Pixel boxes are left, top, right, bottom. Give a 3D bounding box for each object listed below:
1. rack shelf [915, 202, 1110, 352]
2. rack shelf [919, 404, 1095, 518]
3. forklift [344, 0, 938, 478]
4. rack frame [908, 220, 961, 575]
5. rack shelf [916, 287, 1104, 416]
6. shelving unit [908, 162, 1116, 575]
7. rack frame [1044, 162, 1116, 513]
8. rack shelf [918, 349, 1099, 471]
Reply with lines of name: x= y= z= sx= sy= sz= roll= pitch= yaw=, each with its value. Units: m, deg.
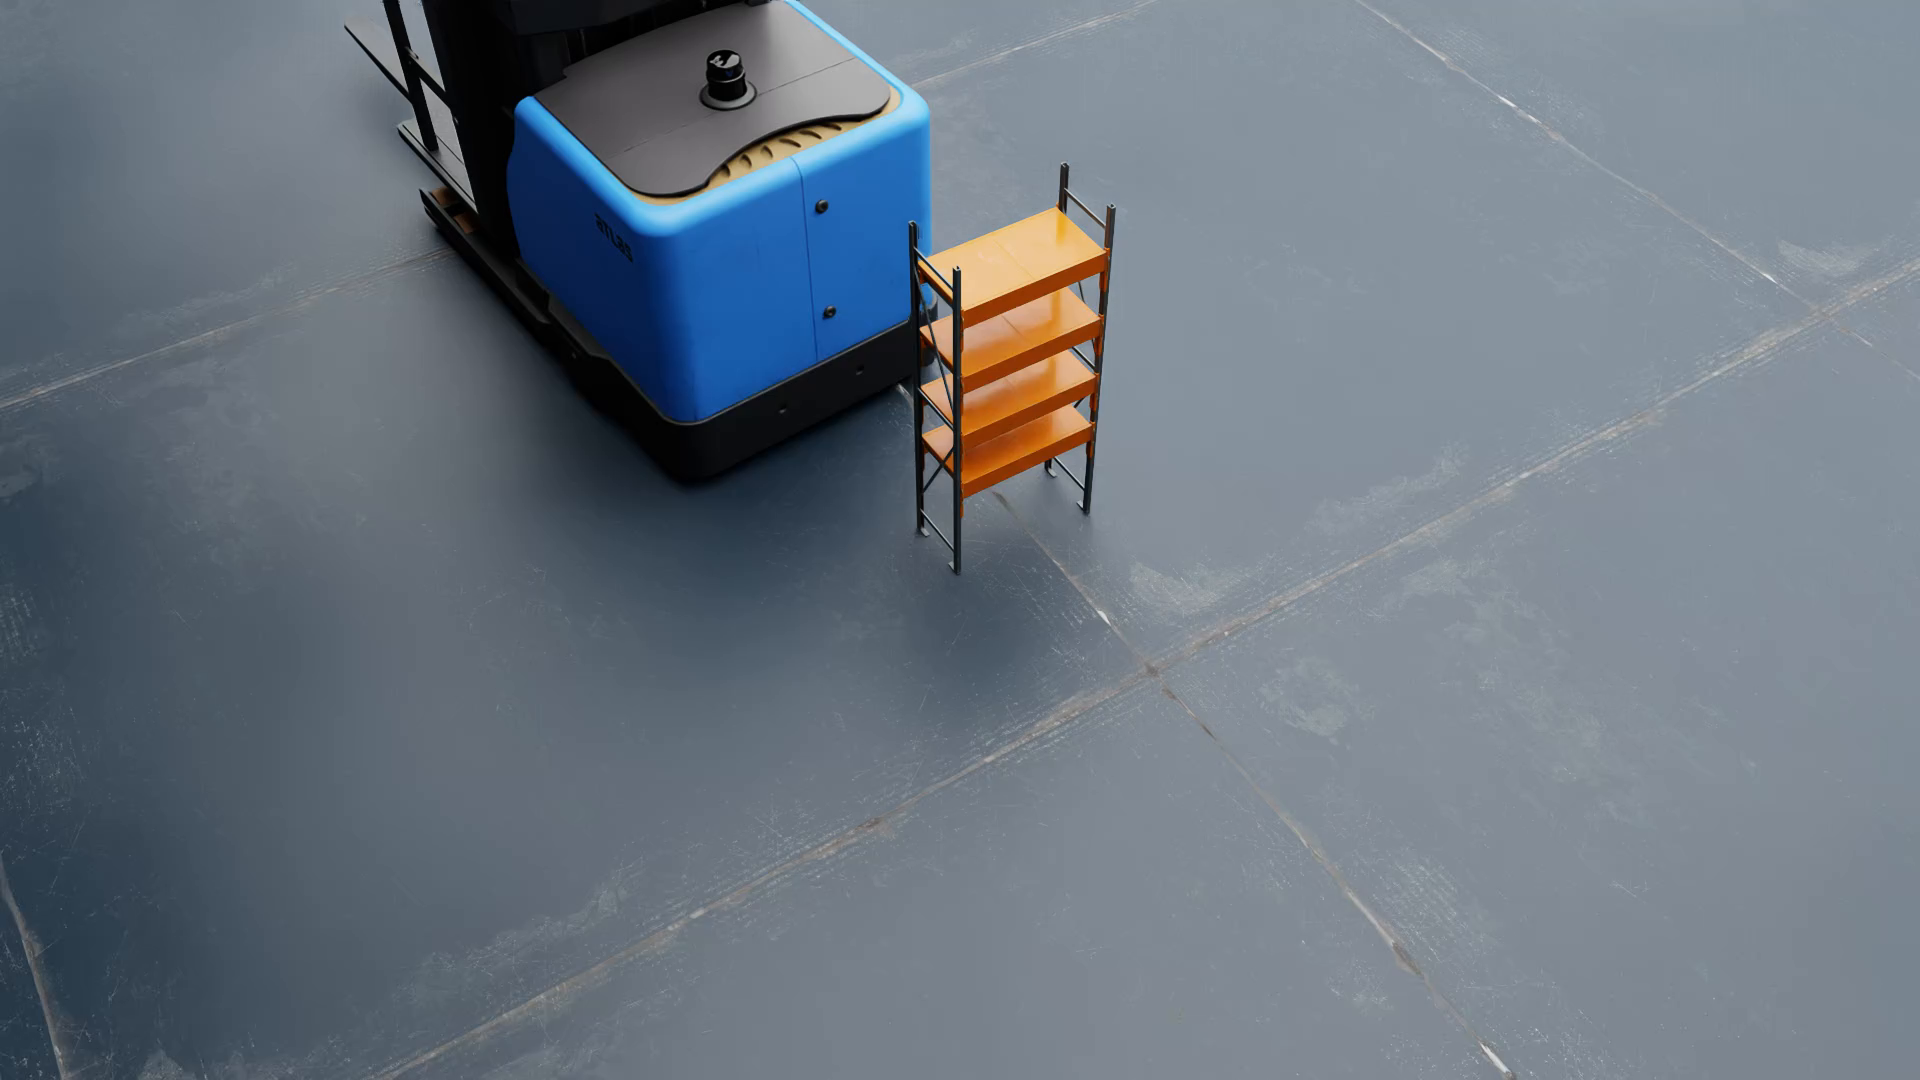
rack shelf: x=0.140 y=-0.726 z=4.567 sx=0.480 sy=0.148 sz=0.258 roll=-25 pitch=53 yaw=-21
rack shelf: x=0.140 y=-0.288 z=5.059 sx=0.480 sy=0.148 sz=0.258 roll=-25 pitch=53 yaw=-21
forklift: x=-1.365 y=-2.229 z=5.272 sx=1.130 sy=2.935 sz=3.031 roll=-30 pitch=55 yaw=-24
rack frame: x=-0.066 y=-0.368 z=4.774 sx=0.015 sy=1.200 sz=0.240 roll=-25 pitch=53 yaw=-21
rack shelf: x=0.140 y=-0.569 z=4.744 sx=0.480 sy=0.148 sz=0.258 roll=-25 pitch=53 yaw=-21
shelving unit: x=0.140 y=-0.465 z=4.861 sx=0.503 sy=1.200 sz=0.258 roll=-25 pitch=53 yaw=-21
rack frame: x=0.346 y=-0.562 z=4.947 sx=0.015 sy=1.200 sz=0.240 roll=-25 pitch=53 yaw=-21
rack shelf: x=0.140 y=-0.420 z=4.911 sx=0.480 sy=0.148 sz=0.258 roll=-25 pitch=53 yaw=-21
